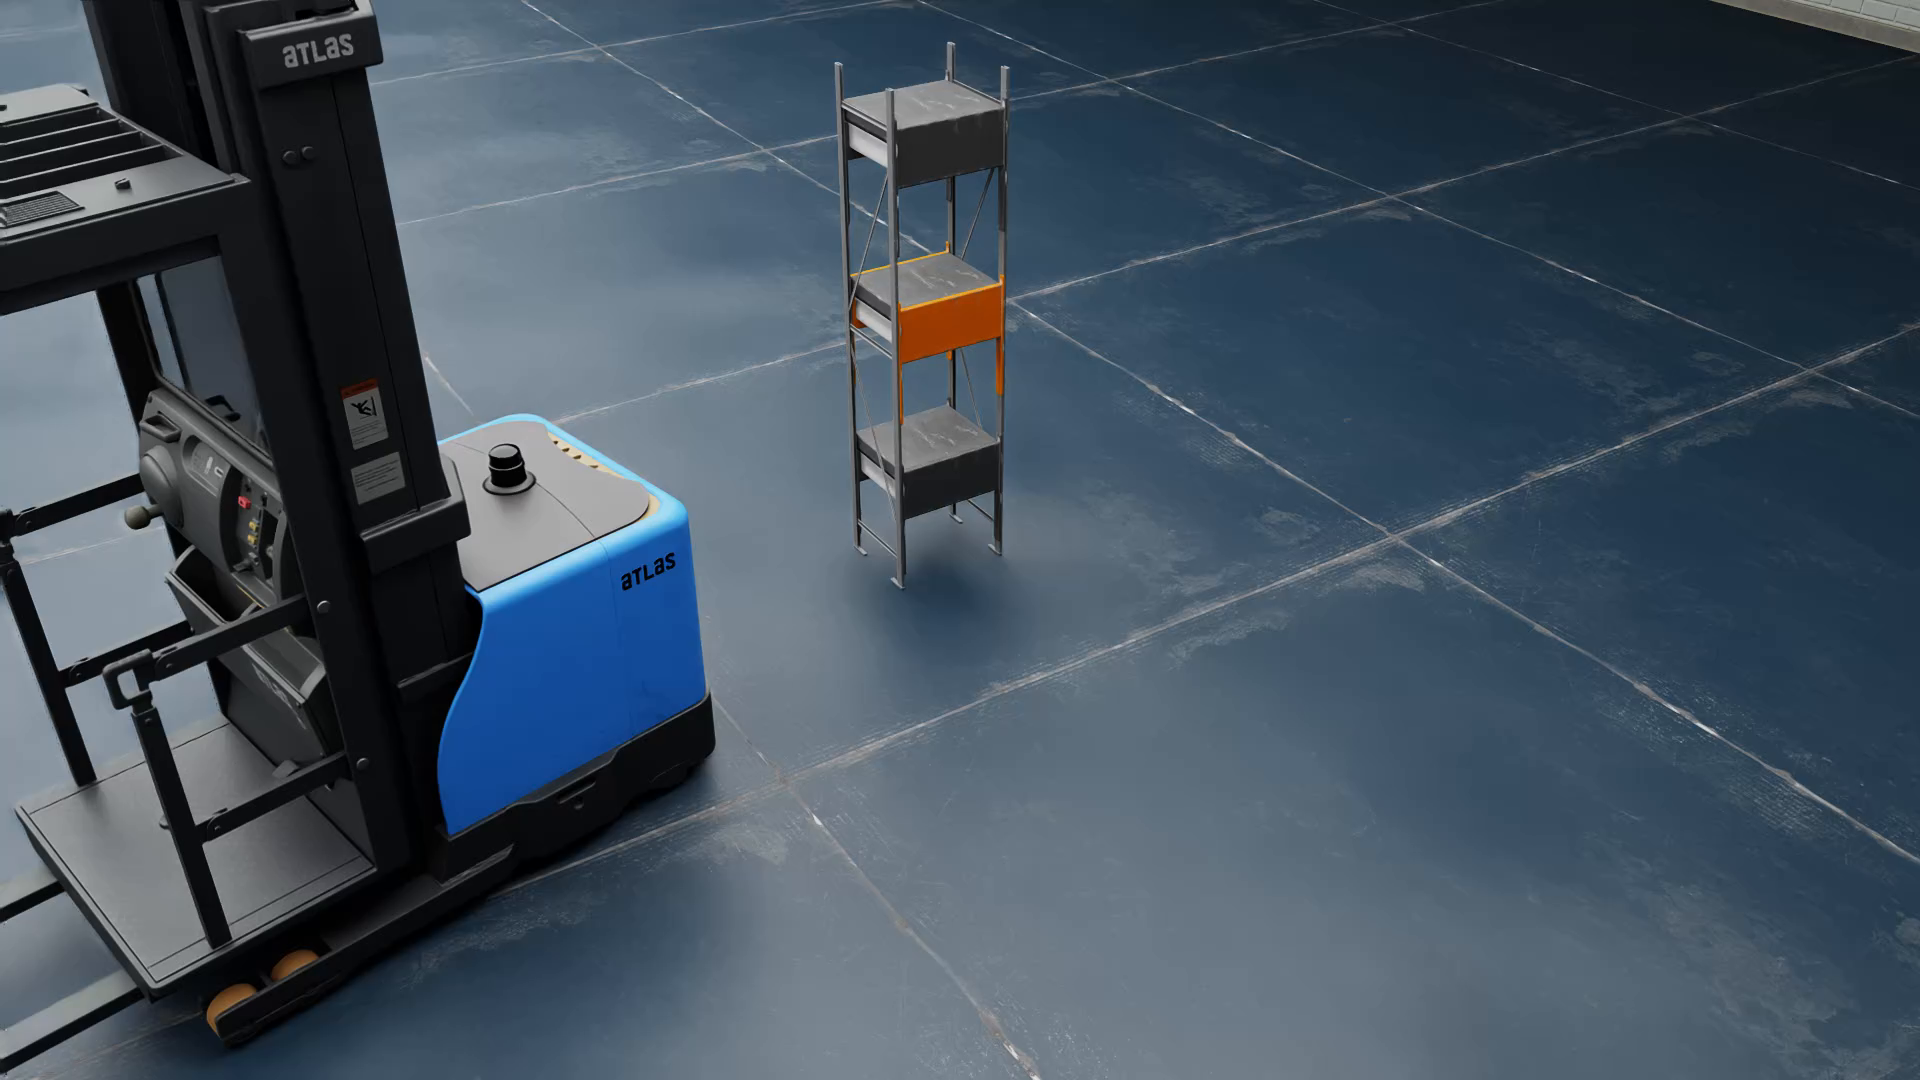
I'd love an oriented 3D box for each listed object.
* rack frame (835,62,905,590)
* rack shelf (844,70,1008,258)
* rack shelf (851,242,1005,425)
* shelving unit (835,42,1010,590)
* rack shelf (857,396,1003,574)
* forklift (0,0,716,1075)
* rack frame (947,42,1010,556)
[{"bbox_3d":[-0.344,-0.770,6.502,0.015,2.100,0.400,-19,37,-27],"label":"rack frame"},{"bbox_3d":[-0.139,-1.421,6.248,0.480,0.518,0.431,-19,37,-27],"label":"rack shelf"},{"bbox_3d":[-0.139,-0.829,6.621,0.480,0.518,0.431,-19,37,-27],"label":"rack shelf"},{"bbox_3d":[-0.139,-0.840,6.614,0.503,2.100,0.431,-19,37,-27],"label":"shelving unit"},{"bbox_3d":[-0.139,-0.237,6.995,0.480,0.518,0.431,-19,37,-27],"label":"rack shelf"},{"bbox_3d":[-2.276,-0.073,4.619,3.031,2.935,1.130,-28,42,-37],"label":"forklift"},{"bbox_3d":[0.066,-0.911,6.726,0.015,2.100,0.400,-19,37,-27],"label":"rack frame"}]
